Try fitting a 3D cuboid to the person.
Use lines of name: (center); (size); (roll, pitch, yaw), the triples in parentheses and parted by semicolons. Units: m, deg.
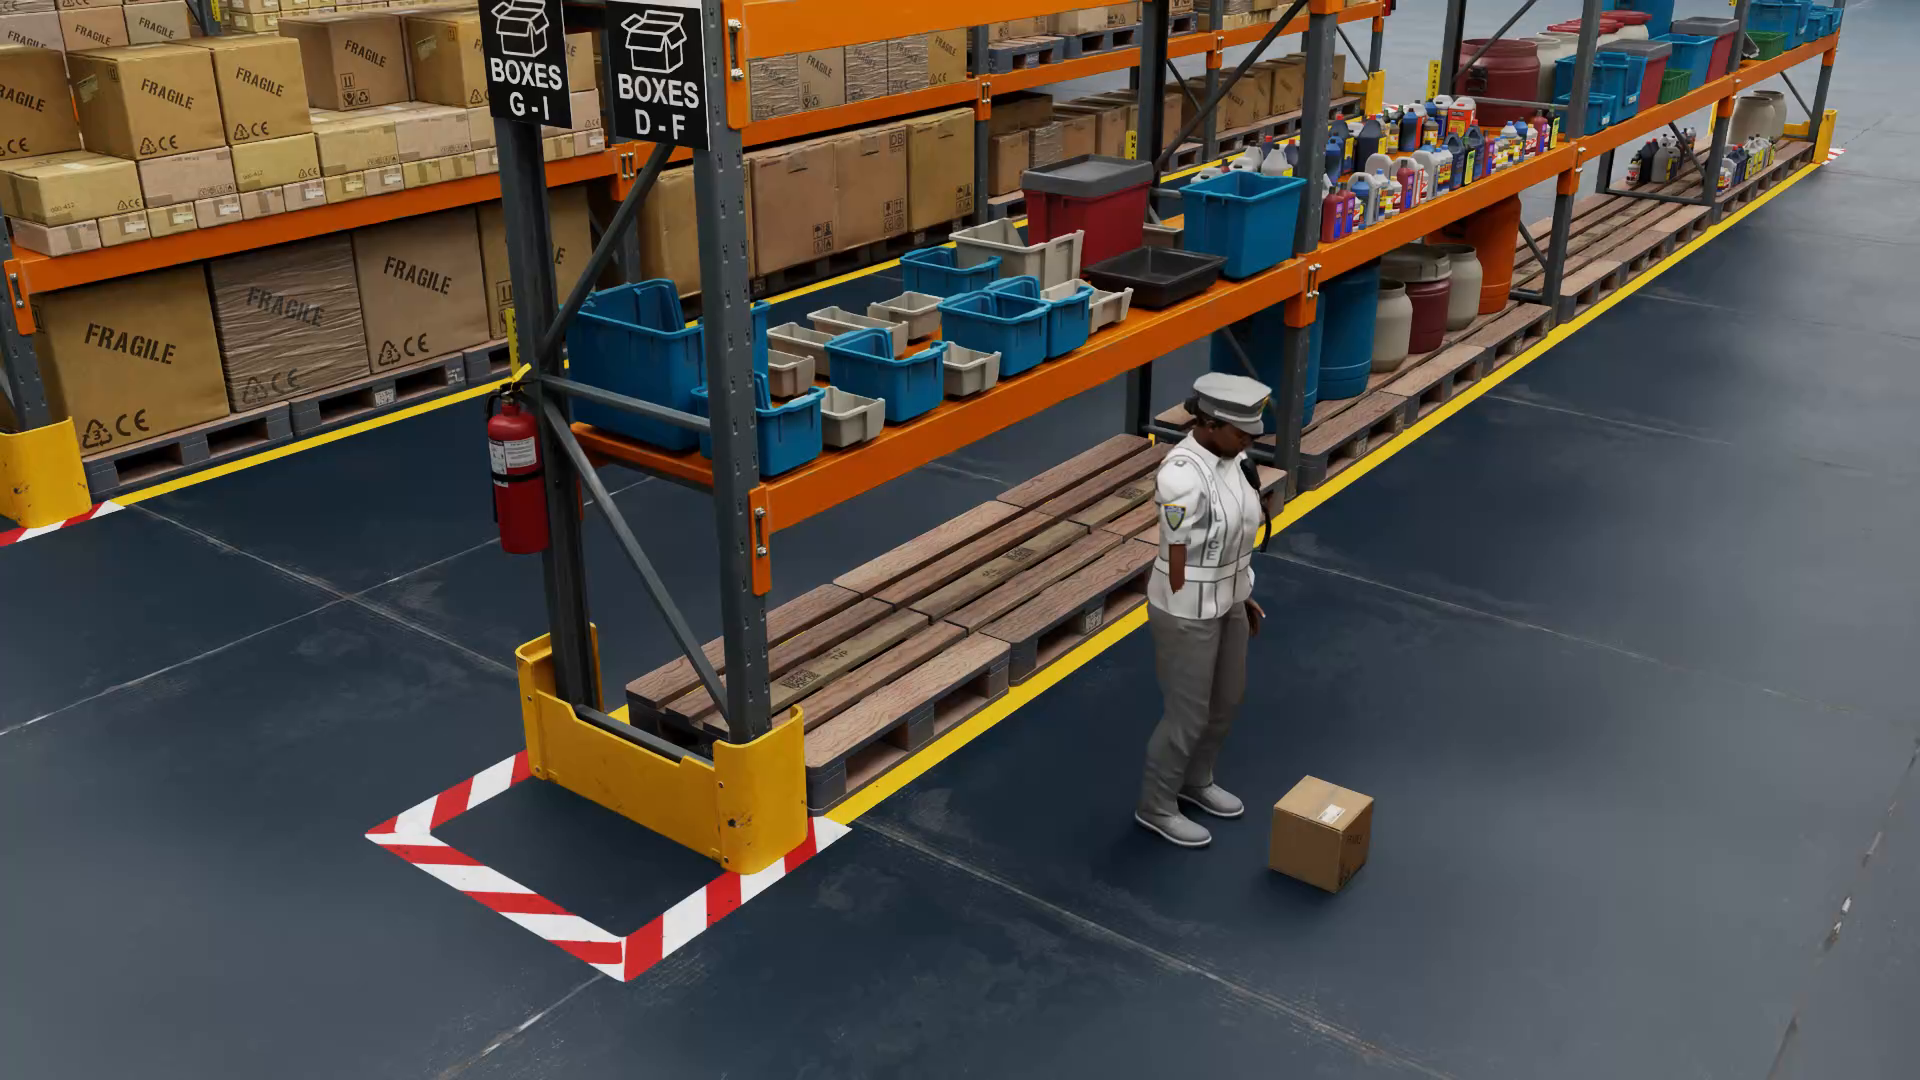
person: (0.833, 0.233, 5.663); (0.338, 1.652, 0.441); (17, 29, 34)
